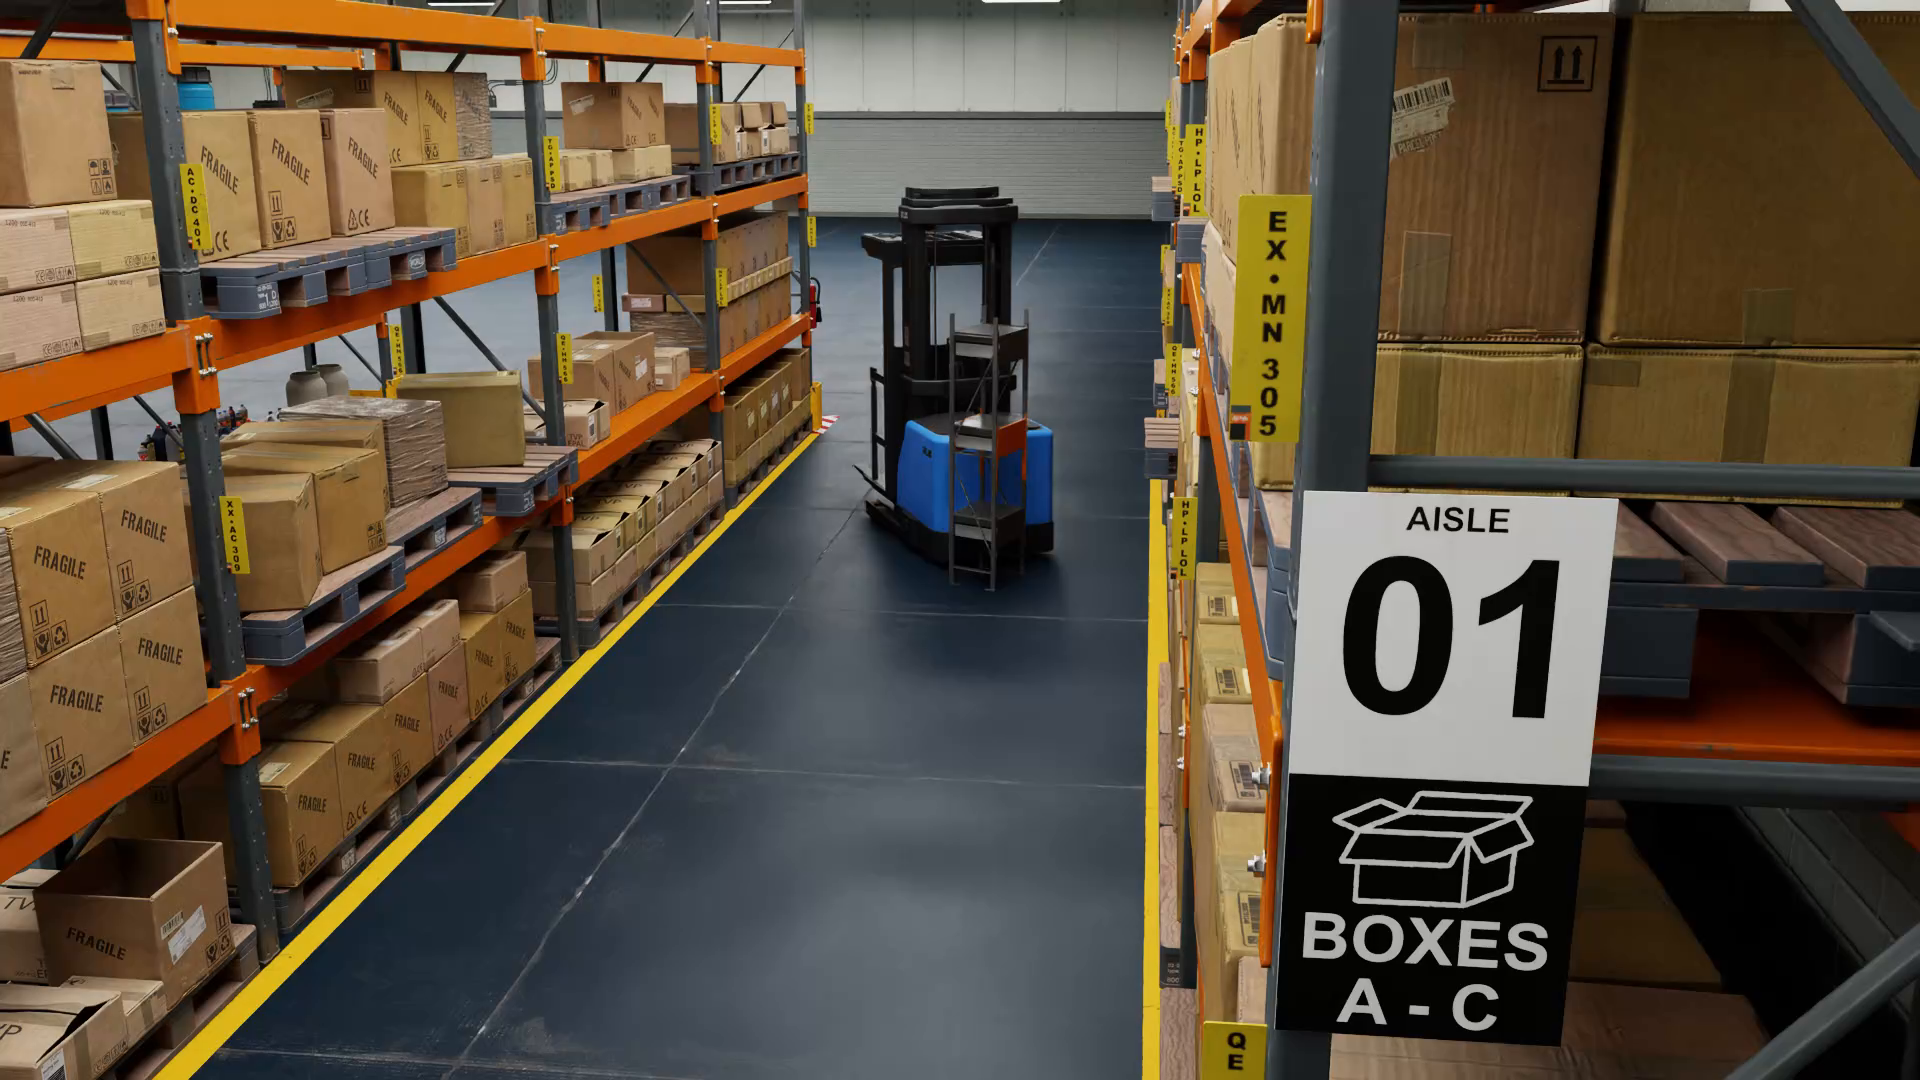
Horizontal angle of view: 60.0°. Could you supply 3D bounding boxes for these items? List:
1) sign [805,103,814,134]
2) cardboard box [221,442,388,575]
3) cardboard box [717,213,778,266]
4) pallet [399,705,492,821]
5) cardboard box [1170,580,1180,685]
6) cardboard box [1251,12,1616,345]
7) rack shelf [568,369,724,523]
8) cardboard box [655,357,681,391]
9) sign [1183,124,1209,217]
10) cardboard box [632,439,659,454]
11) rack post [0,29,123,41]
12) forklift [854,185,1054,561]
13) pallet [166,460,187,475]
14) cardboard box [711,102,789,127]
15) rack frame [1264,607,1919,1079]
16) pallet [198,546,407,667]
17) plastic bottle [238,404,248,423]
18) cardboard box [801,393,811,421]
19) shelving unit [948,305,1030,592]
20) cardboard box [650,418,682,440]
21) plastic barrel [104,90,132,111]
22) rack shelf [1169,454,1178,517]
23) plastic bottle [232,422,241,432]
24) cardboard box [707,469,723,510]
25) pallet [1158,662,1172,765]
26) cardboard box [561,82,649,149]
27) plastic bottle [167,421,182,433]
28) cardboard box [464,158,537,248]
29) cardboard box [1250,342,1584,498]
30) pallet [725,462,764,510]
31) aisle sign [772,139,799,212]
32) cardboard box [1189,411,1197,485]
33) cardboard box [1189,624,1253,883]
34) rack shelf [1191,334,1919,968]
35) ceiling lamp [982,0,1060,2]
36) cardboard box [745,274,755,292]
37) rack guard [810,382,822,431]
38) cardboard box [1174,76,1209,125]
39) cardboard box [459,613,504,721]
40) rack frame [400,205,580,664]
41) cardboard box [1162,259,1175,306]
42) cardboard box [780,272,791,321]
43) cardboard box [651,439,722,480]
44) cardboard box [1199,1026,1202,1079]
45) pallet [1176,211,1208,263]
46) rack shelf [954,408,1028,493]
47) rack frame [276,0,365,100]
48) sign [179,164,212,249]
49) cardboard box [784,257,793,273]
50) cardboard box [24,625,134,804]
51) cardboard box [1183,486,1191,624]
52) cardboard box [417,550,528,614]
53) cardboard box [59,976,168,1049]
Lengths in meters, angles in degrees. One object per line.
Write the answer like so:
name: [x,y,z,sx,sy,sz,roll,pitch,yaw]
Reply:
sign: [-1.630,-4.545,17.932,0.100,0.325,0.005,2,15,6]
cardboard box: [-3.231,-0.162,8.020,0.700,0.500,0.500,4,16,15]
cardboard box: [-2.293,-3.131,17.317,0.700,0.500,0.500,1,15,5]
pallet: [-3.332,1.202,9.313,1.003,0.211,1.213,2,15,6]
cardboard box: [1.639,0.514,9.827,0.750,0.750,0.750,1,15,6]
cardboard box: [0.761,-0.619,2.813,0.500,0.500,0.500,2,15,6]
rack shelf: [-2.845,-0.824,12.840,1.077,0.370,4.000,2,15,6]
cardboard box: [-2.536,-1.392,13.819,0.396,0.266,0.258,1,15,5]
sign: [0.861,-1.333,6.005,0.100,0.325,0.005,2,15,6]
cardboard box: [-2.913,-0.736,14.527,0.500,0.311,0.500,2,15,6]
rack post: [-7.677,-4.316,12.501,1.013,1.000,3.121,2,15,6]
forklift: [-0.200,-1.585,14.409,1.130,2.935,3.031,-5,16,-19]
pallet: [-7.423,-0.664,16.212,1.003,0.211,1.213,2,15,6]
cardboard box: [-2.236,-4.347,17.473,0.797,0.503,0.637,3,15,10]
rack frame: [0.950,1.567,2.619,1.000,3.000,0.127,2,15,6]
pallet: [-3.323,0.274,7.771,1.003,0.211,1.213,2,15,6]
plastic bottle: [-7.603,-1.308,17.638,0.097,0.271,0.097,0,15,0]
cardboard box: [-1.934,-1.455,18.259,0.500,0.250,0.500,2,15,6]
shelving unit: [0.218,-0.701,12.705,0.431,2.100,0.503,9,19,28]
cardboard box: [-2.716,-1.183,15.818,0.500,0.500,0.500,2,15,6]
plastic barrel: [-7.382,-3.388,14.240,0.600,0.901,0.708,2,15,6]
rack shelf: [2.078,-0.679,12.304,1.077,0.370,4.000,2,15,6]
plastic bottle: [-7.037,-0.967,16.225,0.144,0.351,0.185,2,15,8]
cardboard box: [-2.378,-0.449,14.540,0.500,0.250,0.500,2,15,6]
pallet: [1.688,1.041,9.908,1.003,0.211,1.213,2,15,6]
cardboard box: [-2.769,-3.323,13.004,0.500,0.500,0.500,3,15,12]
plastic bottle: [-7.732,-0.996,16.330,0.144,0.351,0.185,1,15,3]
cardboard box: [-3.086,-2.035,10.002,0.910,0.500,0.500,2,15,6]
cardboard box: [0.769,-0.257,2.910,0.500,0.250,0.500,2,15,8]
pallet: [-2.487,-0.549,15.787,1.003,0.211,1.213,2,15,6]
aisle sign: [-1.868,-3.991,18.193,0.394,0.787,0.004,2,15,6]
cardboard box: [1.324,-0.427,7.758,0.500,0.250,0.500,2,15,7]
cardboard box: [1.236,0.715,5.198,0.980,0.700,0.700,1,15,5]
rack shelf: [1.175,-0.052,4.240,1.077,0.370,4.000,2,15,6]
ceiling lamp: [1.556,-15.014,41.264,2.000,3.185,0.800,2,15,6]
cardboard box: [-2.225,-2.517,16.290,0.380,0.149,0.250,2,15,6]
rack guard: [-2.165,-1.527,18.851,1.175,0.500,0.348,2,15,6]
cardboard box: [2.091,-3.671,14.101,0.500,0.500,0.500,0,15,1]
cardboard box: [-3.001,0.726,9.678,0.500,0.500,0.500,1,15,4]
rack frame: [-3.070,-0.652,10.828,1.000,3.000,0.127,2,15,6]
cardboard box: [2.272,-2.505,16.492,0.500,0.500,0.500,1,15,4]
cardboard box: [-2.233,-2.655,18.042,0.700,0.500,0.500,2,15,6]
cardboard box: [-2.380,-0.722,14.476,0.500,0.311,0.500,2,15,6]
cardboard box: [0.936,1.631,5.127,0.380,0.149,0.250,1,15,5]
pallet: [1.832,-1.696,9.302,1.213,0.211,1.003,2,15,9]
rack shelf: [0.218,-0.688,12.709,0.431,0.518,0.480,9,19,28]
rack frame: [-7.089,-5.770,18.262,1.000,3.000,0.127,2,15,6]
sign: [-2.981,-1.299,6.481,0.100,0.325,0.005,2,15,6]
cardboard box: [-2.021,-2.984,18.017,0.380,0.149,0.250,1,15,5]
cardboard box: [-3.380,0.608,5.976,0.500,0.500,0.500,2,15,8]
cardboard box: [1.250,0.069,7.362,0.500,0.500,0.500,2,15,7]
cardboard box: [-2.945,0.244,10.022,0.500,0.250,0.500,2,15,8]
cardboard box: [-3.287,1.804,6.363,0.380,0.149,0.250,2,15,6]
